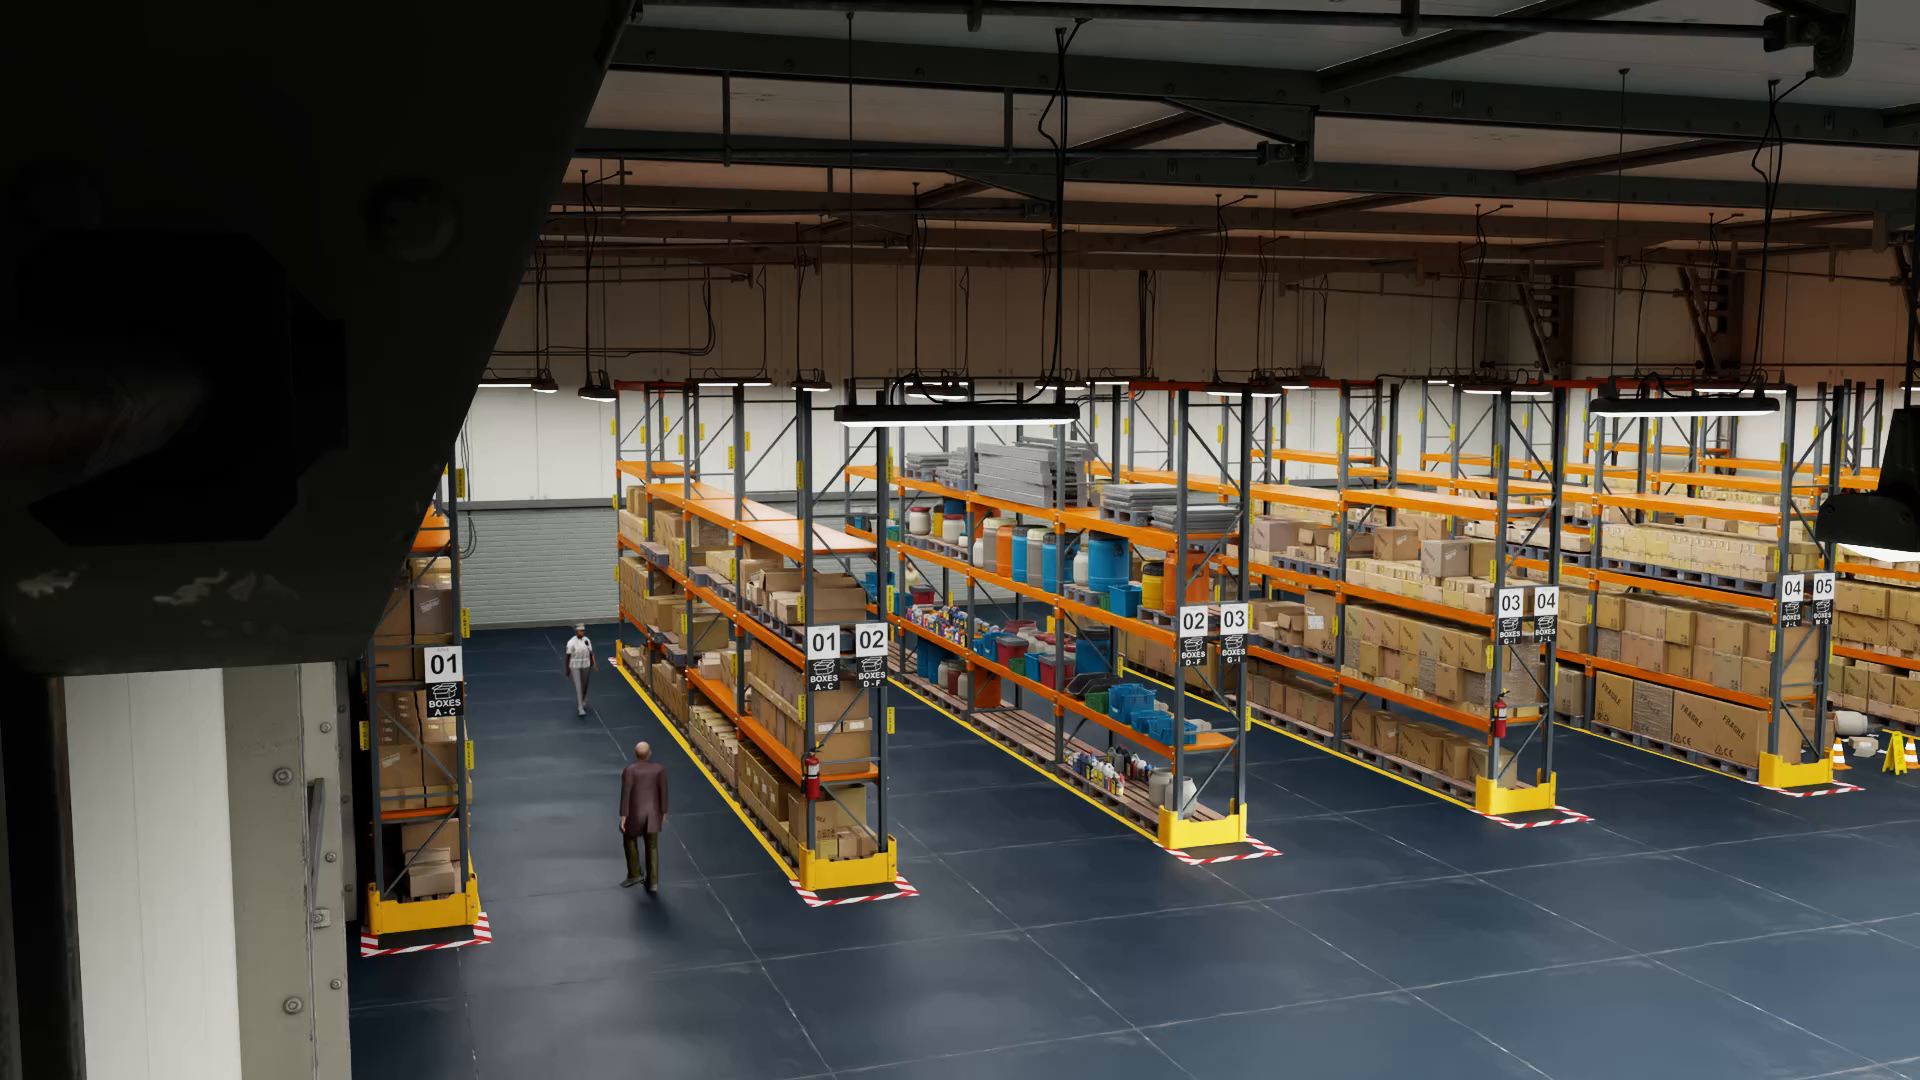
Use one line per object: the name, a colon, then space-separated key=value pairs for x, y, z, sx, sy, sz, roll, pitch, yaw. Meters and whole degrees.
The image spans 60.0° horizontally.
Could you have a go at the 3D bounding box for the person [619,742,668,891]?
person: x=-3.807 y=3.347 z=20.049 sx=0.631 sy=1.814 sz=0.594 roll=-3 pitch=7 yaw=-29

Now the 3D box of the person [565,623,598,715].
person: x=-6.890 y=2.304 z=30.261 sx=0.555 sy=1.630 sz=1.020 roll=-2 pitch=7 yaw=-22

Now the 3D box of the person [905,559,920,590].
person: x=-1.201 y=1.263 z=40.232 sx=0.450 sy=1.624 sz=0.948 roll=-2 pitch=7 yaw=-22
